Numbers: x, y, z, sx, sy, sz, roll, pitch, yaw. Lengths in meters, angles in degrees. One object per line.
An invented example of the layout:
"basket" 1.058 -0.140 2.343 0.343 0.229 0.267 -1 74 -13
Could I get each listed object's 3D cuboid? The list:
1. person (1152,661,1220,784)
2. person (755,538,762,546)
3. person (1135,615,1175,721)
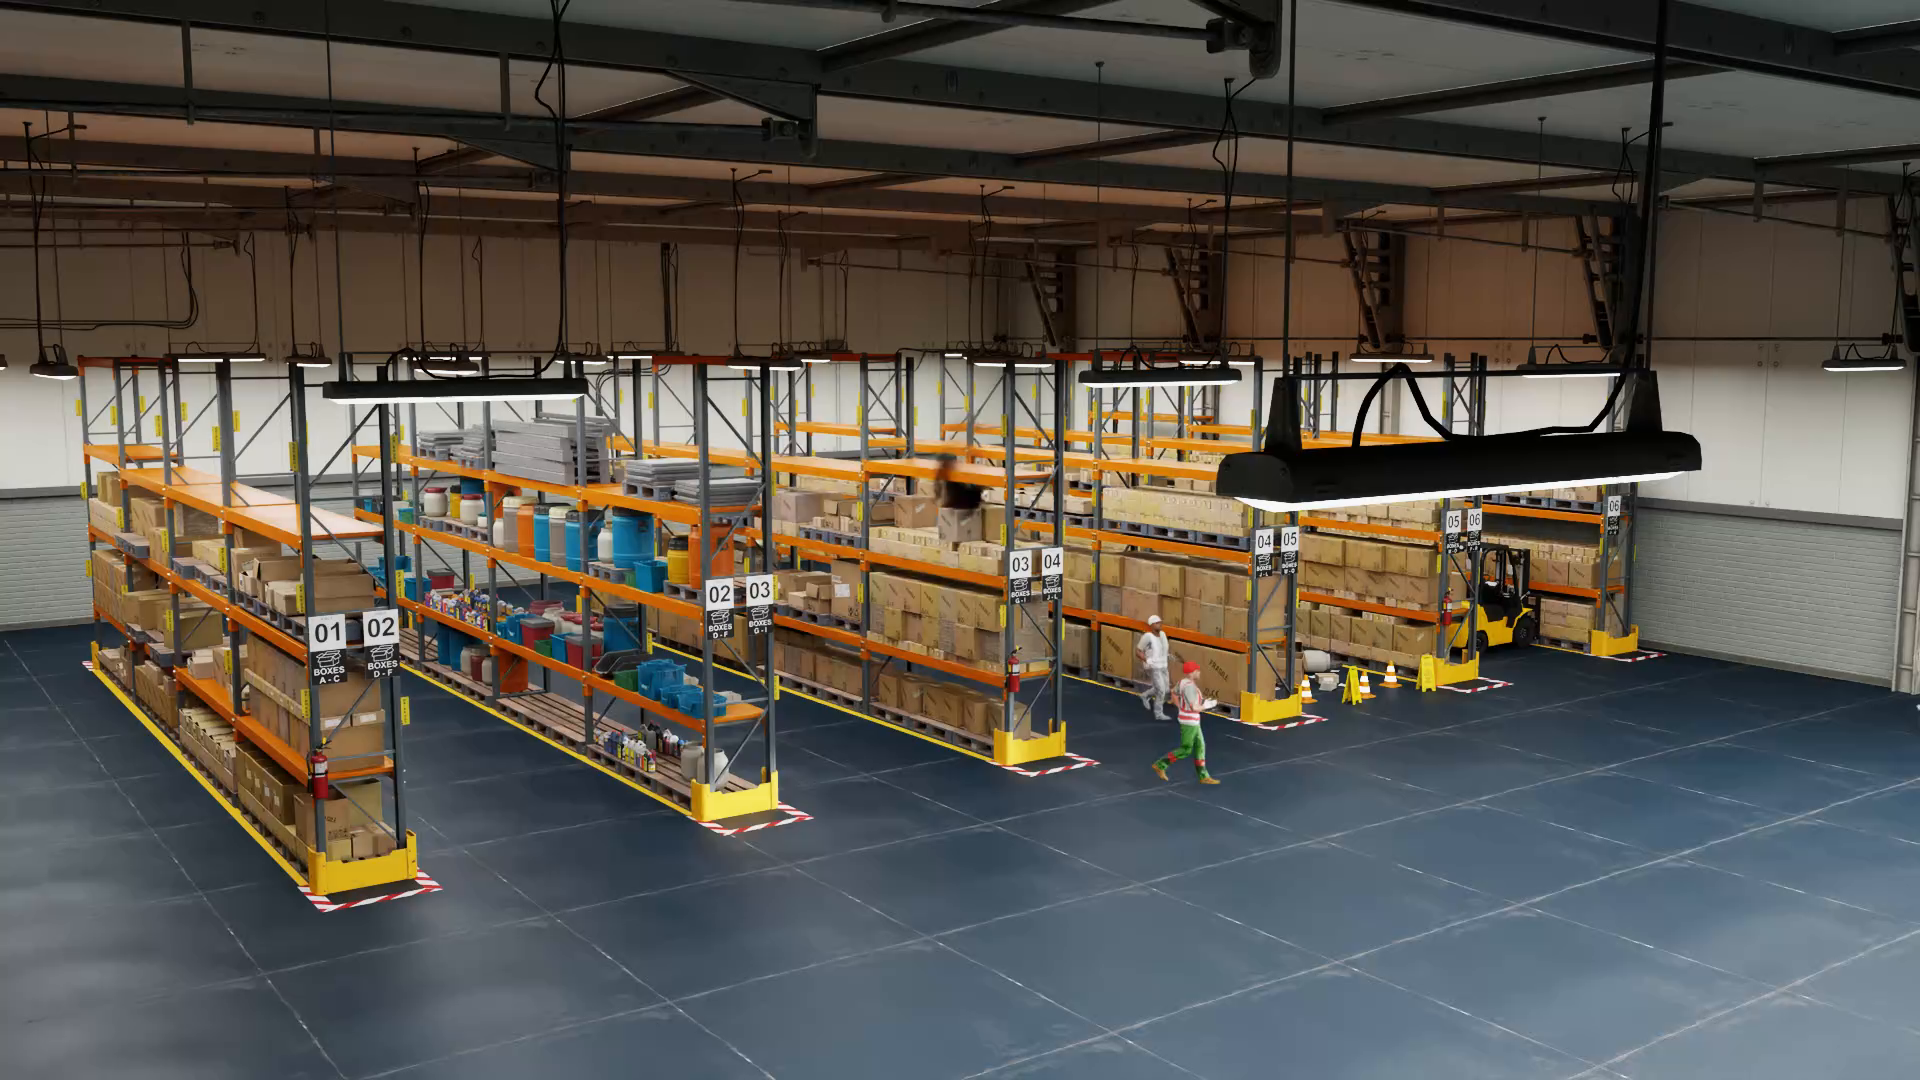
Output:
"person" 3.204 2.581 23.476 0.966 1.769 0.659 1 7 5
"person" -5.243 0.509 41.477 0.637 1.583 0.639 -3 7 -22
"person" 3.232 2.114 27.685 0.689 1.739 0.730 -7 10 -43
